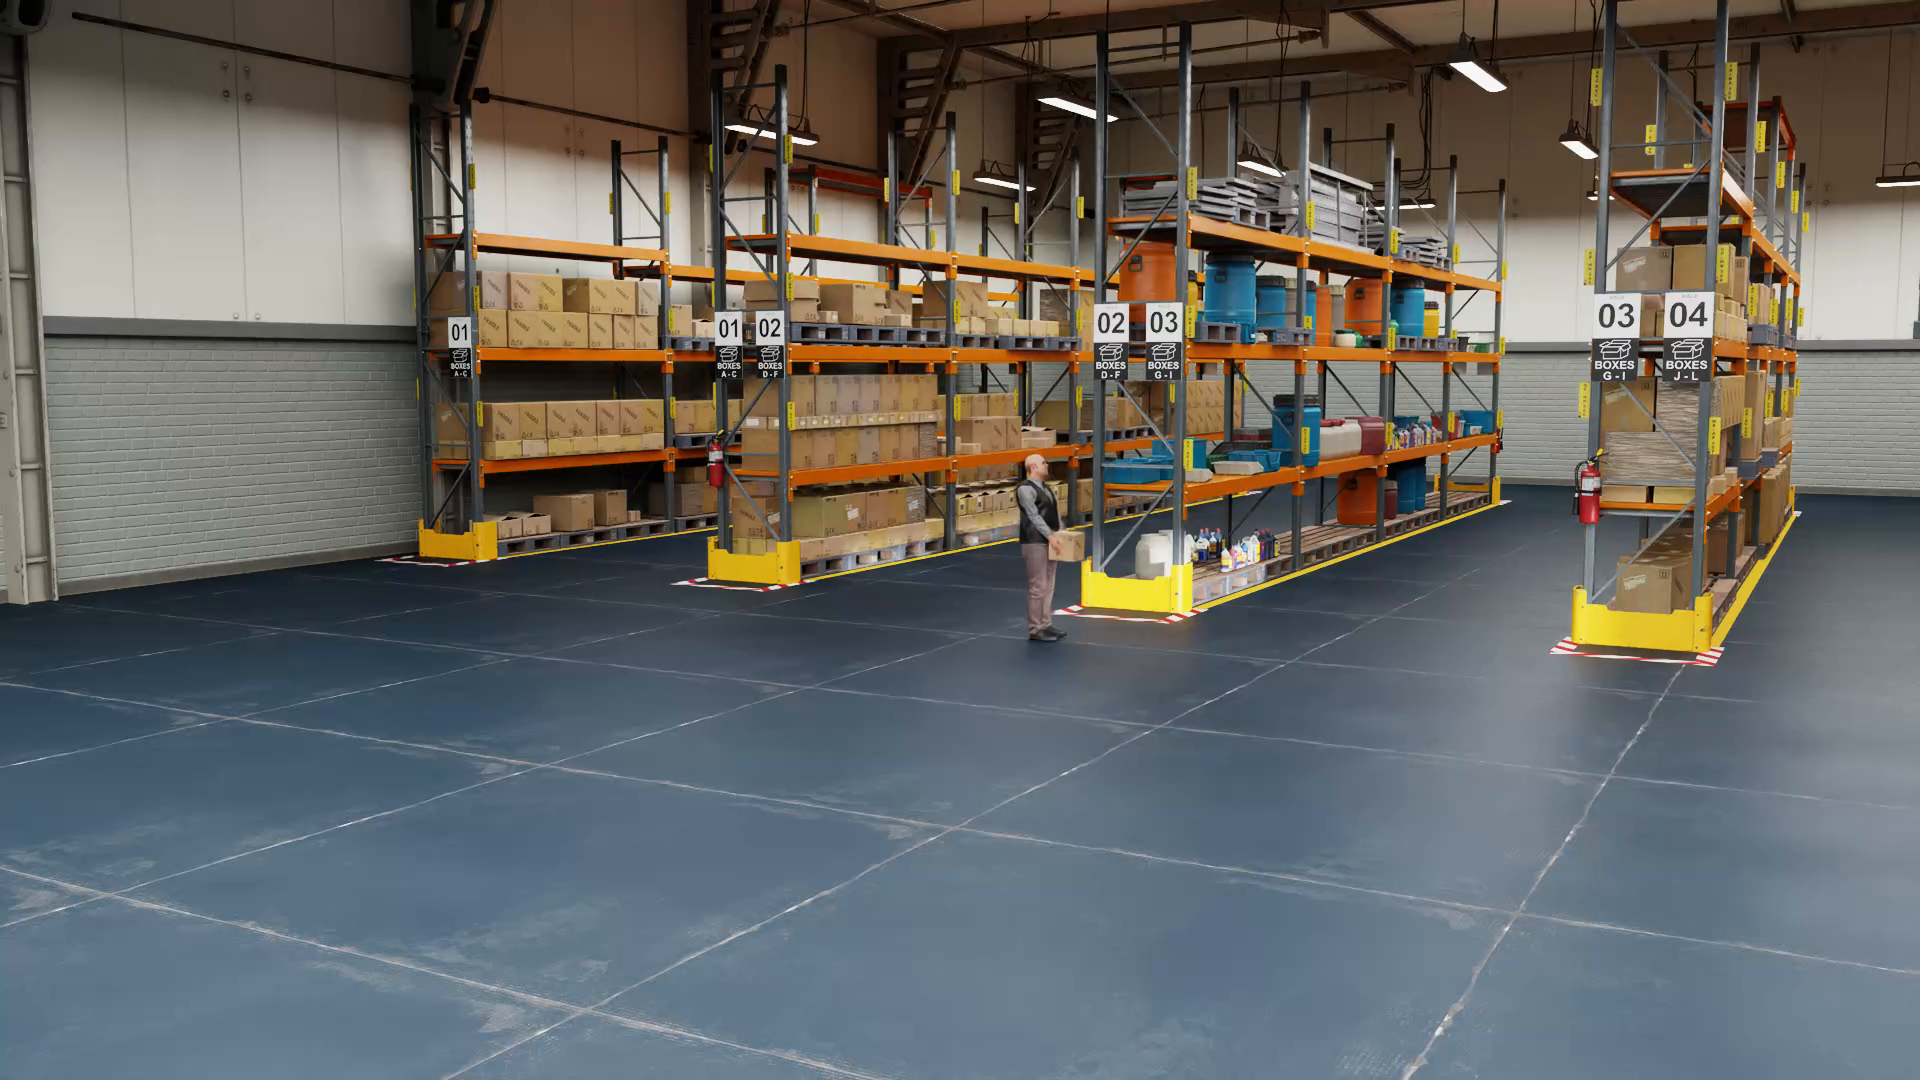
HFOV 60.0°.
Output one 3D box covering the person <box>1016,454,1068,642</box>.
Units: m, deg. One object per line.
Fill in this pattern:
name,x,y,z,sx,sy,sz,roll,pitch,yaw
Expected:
person,0.797,0.063,15.609,0.504,1.726,0.544,3,7,27
